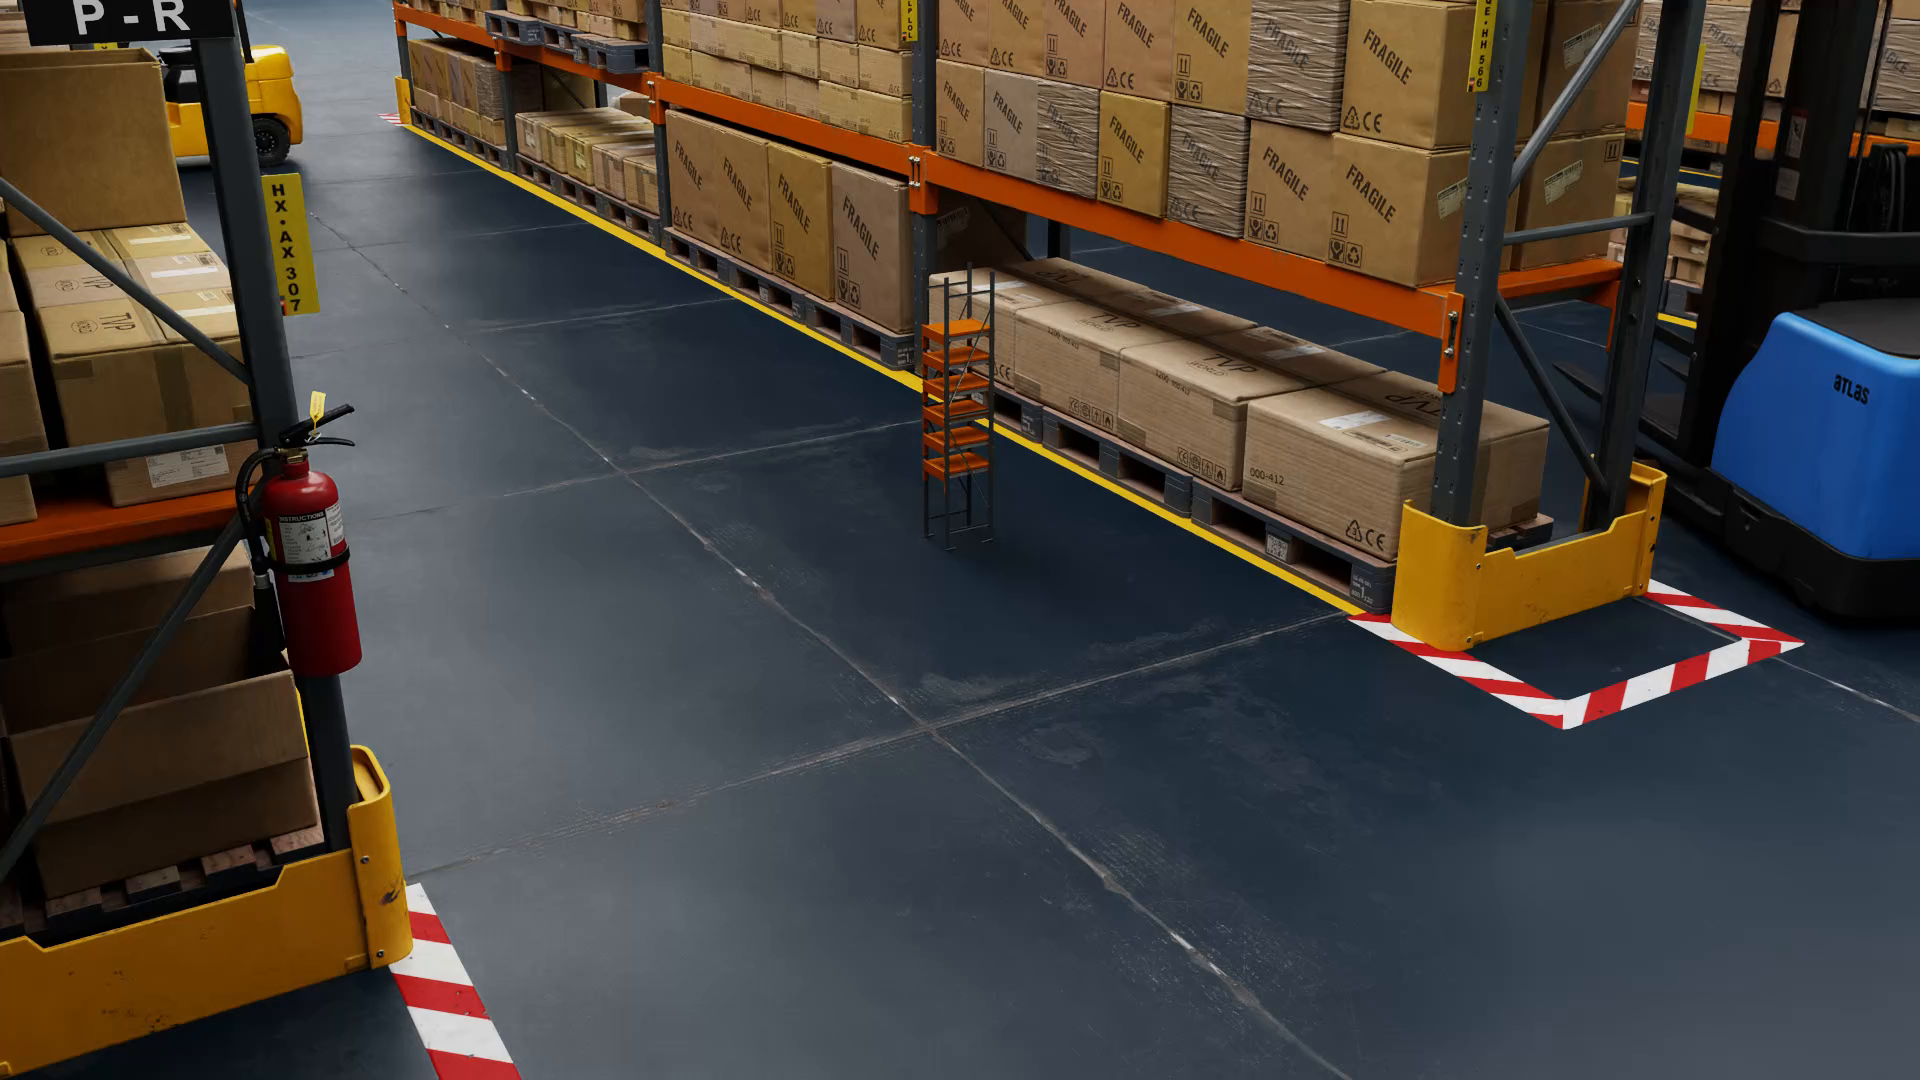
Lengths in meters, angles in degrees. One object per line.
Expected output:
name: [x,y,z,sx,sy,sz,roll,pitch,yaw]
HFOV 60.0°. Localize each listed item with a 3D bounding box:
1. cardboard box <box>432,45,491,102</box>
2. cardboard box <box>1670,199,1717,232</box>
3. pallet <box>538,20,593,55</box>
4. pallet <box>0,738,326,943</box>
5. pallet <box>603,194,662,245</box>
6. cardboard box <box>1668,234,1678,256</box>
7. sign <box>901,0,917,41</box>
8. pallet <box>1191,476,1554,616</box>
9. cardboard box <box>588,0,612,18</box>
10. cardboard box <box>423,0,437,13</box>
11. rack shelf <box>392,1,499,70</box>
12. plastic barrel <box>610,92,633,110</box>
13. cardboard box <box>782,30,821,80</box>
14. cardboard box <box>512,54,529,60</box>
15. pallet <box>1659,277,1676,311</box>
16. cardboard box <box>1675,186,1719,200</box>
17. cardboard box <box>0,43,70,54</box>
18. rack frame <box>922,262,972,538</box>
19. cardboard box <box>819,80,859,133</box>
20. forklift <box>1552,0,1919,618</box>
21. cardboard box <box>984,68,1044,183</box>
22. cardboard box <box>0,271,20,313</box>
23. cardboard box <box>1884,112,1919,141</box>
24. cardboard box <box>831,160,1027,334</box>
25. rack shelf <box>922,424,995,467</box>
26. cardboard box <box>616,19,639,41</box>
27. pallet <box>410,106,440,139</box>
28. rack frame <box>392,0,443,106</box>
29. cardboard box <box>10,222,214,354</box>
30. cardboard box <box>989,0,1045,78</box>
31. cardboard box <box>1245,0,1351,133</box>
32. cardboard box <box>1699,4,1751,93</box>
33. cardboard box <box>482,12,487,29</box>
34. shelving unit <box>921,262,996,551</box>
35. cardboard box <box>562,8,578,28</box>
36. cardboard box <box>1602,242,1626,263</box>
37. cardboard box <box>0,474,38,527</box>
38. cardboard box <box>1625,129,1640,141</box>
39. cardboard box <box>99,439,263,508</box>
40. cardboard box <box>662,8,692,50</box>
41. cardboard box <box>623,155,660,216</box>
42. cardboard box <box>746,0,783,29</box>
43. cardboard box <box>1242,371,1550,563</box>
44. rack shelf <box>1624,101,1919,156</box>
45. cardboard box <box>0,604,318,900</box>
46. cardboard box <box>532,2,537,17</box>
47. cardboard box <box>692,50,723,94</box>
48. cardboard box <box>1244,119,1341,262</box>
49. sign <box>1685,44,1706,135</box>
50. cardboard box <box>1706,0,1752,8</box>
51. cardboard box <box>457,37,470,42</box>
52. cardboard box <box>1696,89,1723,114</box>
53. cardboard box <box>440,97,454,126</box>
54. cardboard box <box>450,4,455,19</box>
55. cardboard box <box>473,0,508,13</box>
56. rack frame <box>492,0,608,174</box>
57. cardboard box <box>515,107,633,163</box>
cardboard box: [-5.227,-4.926,17.546,0.500,0.500,0.500,-12,25,-27]
cardboard box: [4.812,-2.158,11.075,0.380,0.149,0.250,-13,26,-30]
pallet: [-2.894,-4.267,14.080,1.003,0.211,1.213,-13,25,-28]
pallet: [-2.473,0.832,4.984,1.003,0.211,1.213,-13,25,-28]
pallet: [-2.245,-2.684,13.635,1.003,0.211,1.213,-13,25,-28]
cardboard box: [4.807,-2.021,11.133,0.380,0.149,0.250,-14,26,-31]
sign: [-0.266,-2.820,8.833,0.100,0.325,0.005,-13,25,-28]
pallet: [1.763,-0.085,7.240,1.003,0.211,1.213,-13,25,-28]
cardboard box: [-2.592,-4.360,12.970,0.500,0.500,0.500,-13,26,-29]
cardboard box: [-5.480,-5.697,17.679,0.380,0.149,0.250,-12,25,-27]
rack shelf: [-4.912,-5.332,17.401,1.077,0.370,4.000,-13,25,-28]
plastic barrel: [-3.577,-4.741,18.414,0.512,0.421,0.421,4,22,9]
cardboard box: [-0.770,-3.013,10.275,0.500,0.250,0.500,-12,25,-27]
cardboard box: [-4.244,-4.700,16.988,0.500,0.500,0.500,-11,25,-26]
pallet: [4.773,-1.910,11.731,1.003,0.211,1.213,-13,25,-28]
cardboard box: [5.103,-2.343,11.530,0.380,0.149,0.250,-13,25,-29]
cardboard box: [-4.124,-1.912,7.342,0.700,0.500,0.500,-12,25,-27]
rack frame: [-0.054,-0.590,7.170,0.240,1.200,0.006,-13,25,-28]
cardboard box: [-0.509,-2.620,9.973,0.500,0.250,0.500,-13,25,-29]
forklift: [3.737,-1.575,7.293,1.130,2.935,3.031,-2,22,-5]
cardboard box: [0.464,-2.108,8.382,0.500,0.500,0.500,-12,25,-28]
cardboard box: [-2.752,-0.510,4.388,0.500,0.250,0.500,-13,25,-28]
cardboard box: [5.538,-2.388,9.536,0.380,0.149,0.250,-14,26,-31]
cardboard box: [-0.190,-1.823,10.078,0.875,0.875,0.875,-12,25,-27]
rack shelf: [-0.007,-0.408,7.159,0.258,0.103,0.180,-13,25,-28]
cardboard box: [-2.416,-3.935,12.784,0.380,0.149,0.250,-12,25,-27]
pallet: [-5.511,-4.726,18.659,1.003,0.211,1.213,-13,25,-28]
rack frame: [-5.934,-6.312,18.858,1.000,3.000,0.127,-13,25,-28]
cardboard box: [-2.546,-0.771,5.028,0.500,0.250,0.500,-13,26,-29]
cardboard box: [0.484,-2.572,8.195,0.500,0.500,0.500,-13,25,-29]
cardboard box: [1.496,-1.916,6.582,0.500,0.500,0.500,-13,25,-28]
cardboard box: [4.921,-3.059,10.326,0.500,0.500,0.500,-13,26,-29]
cardboard box: [-4.317,-4.947,15.831,0.380,0.149,0.250,-13,25,-29]
shelving unit: [-0.007,-0.561,7.097,0.258,1.200,0.189,-13,25,-28]
cardboard box: [-3.077,-4.348,13.801,0.380,0.149,0.250,-14,26,-30]
cardboard box: [4.617,-1.950,11.354,0.380,0.149,0.250,-13,25,-28]
cardboard box: [-2.426,-0.116,3.948,0.380,0.149,0.250,-13,25,-29]
cardboard box: [7.007,-4.612,16.938,1.225,0.875,0.875,-14,26,-31]
cardboard box: [-1.958,-0.220,4.202,0.380,0.149,0.250,-13,25,-29]
cardboard box: [-1.801,-3.673,11.900,0.500,0.250,0.500,-13,25,-29]
cardboard box: [-2.127,-2.885,13.357,0.950,0.372,0.625,-15,26,-32]
cardboard box: [-1.038,-3.532,10.558,0.500,0.500,0.500,-12,25,-27]
cardboard box: [1.816,-0.335,6.997,0.875,0.438,0.875,-14,26,-30]
rack shelf: [5.421,-2.432,10.267,1.077,0.370,4.000,-13,25,-28]
cardboard box: [-2.257,0.569,4.686,0.797,0.503,0.637,-14,26,-30]
cardboard box: [-3.549,-4.696,14.658,0.380,0.149,0.250,-11,25,-25]
cardboard box: [-1.536,-3.284,11.605,0.500,0.250,0.500,-13,26,-30]
cardboard box: [1.522,-1.450,6.762,0.500,0.500,0.500,-13,26,-29]
sign: [2.719,-1.676,6.195,0.100,0.325,0.005,-13,25,-28]
cardboard box: [4.929,-3.533,10.165,0.500,0.500,0.500,-12,25,-27]
cardboard box: [-5.301,-5.371,18.641,0.500,0.500,0.500,-12,25,-28]
cardboard box: [4.847,-2.813,10.582,0.380,0.149,0.250,-12,25,-27]
cardboard box: [-5.216,-4.578,17.685,0.500,0.250,0.500,-11,24,-25]
cardboard box: [-4.944,-5.363,16.857,0.380,0.149,0.250,-13,26,-29]
cardboard box: [-4.332,-5.298,15.834,0.500,0.500,0.500,-13,26,-30]
rack frame: [-3.891,-5.018,15.672,1.000,3.000,0.127,-13,25,-28]
cardboard box: [-3.621,-3.825,15.671,0.950,0.372,0.625,-12,25,-28]
